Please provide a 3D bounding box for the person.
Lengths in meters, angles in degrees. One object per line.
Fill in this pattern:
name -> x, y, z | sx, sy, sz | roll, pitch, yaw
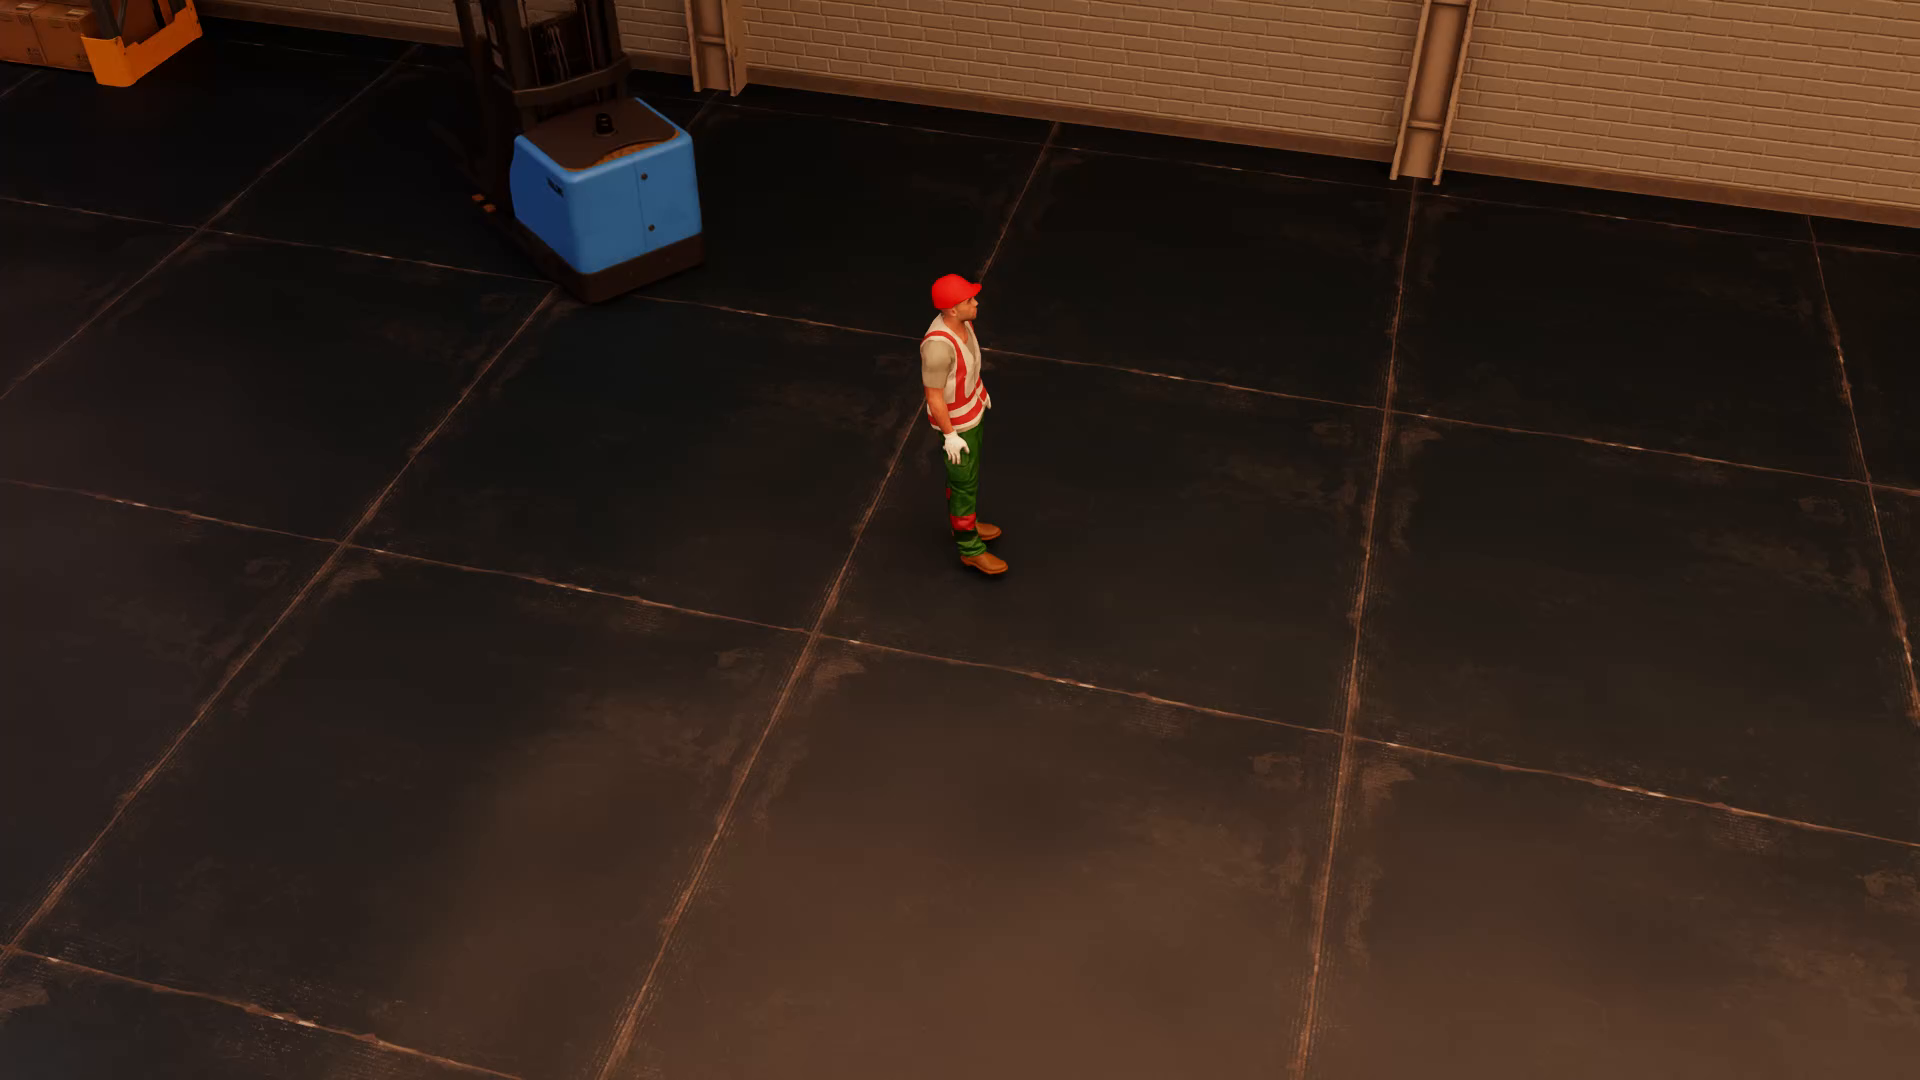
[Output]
person -> 0.075, -0.687, 9.439 | 0.561, 1.789, 0.637 | 10, 42, 11

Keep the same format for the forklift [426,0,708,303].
forklift -> -3.182, -3.711, 12.095 | 1.130, 2.935, 3.031 | -27, 48, -28
